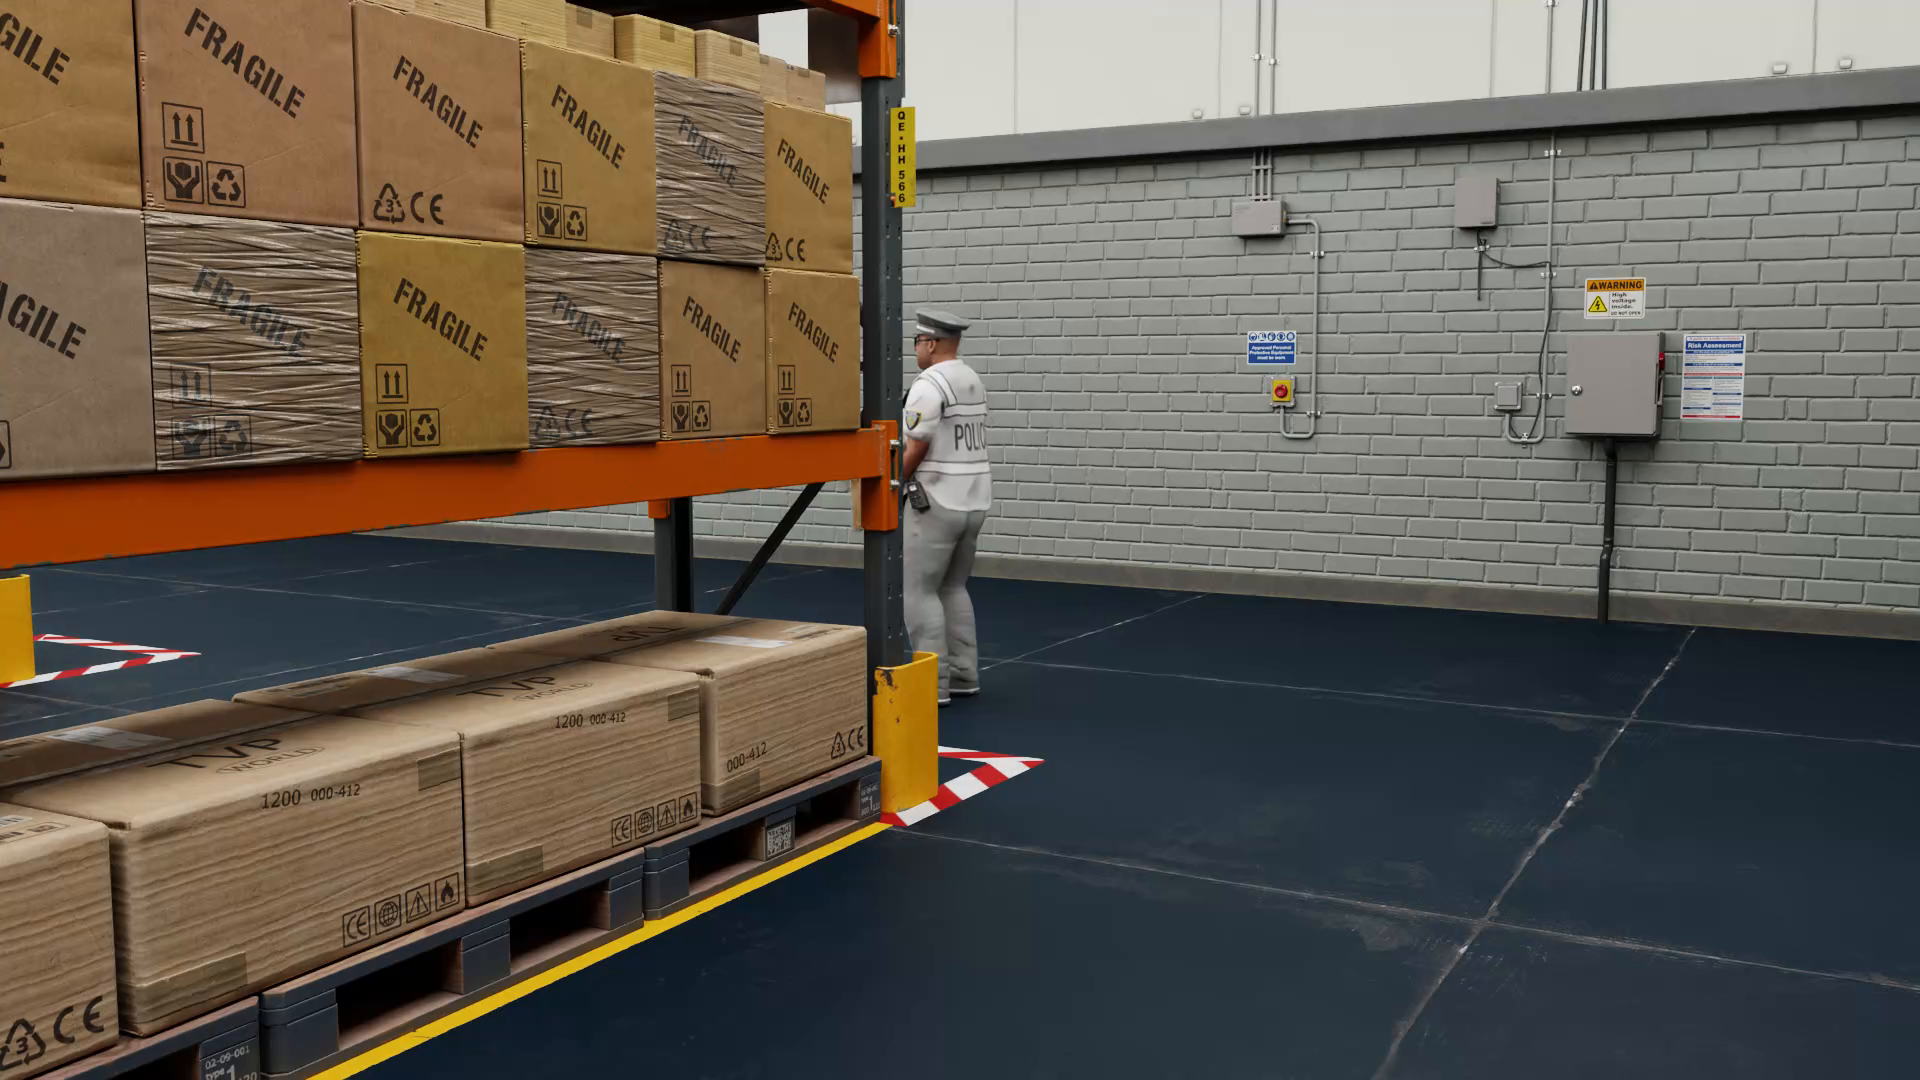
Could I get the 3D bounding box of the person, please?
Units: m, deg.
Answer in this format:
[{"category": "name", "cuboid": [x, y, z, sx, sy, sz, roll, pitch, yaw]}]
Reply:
[{"category": "person", "cuboid": [-0.137, -0.157, 7.497, 0.512, 1.772, 0.530, 3, 7, 28]}]
